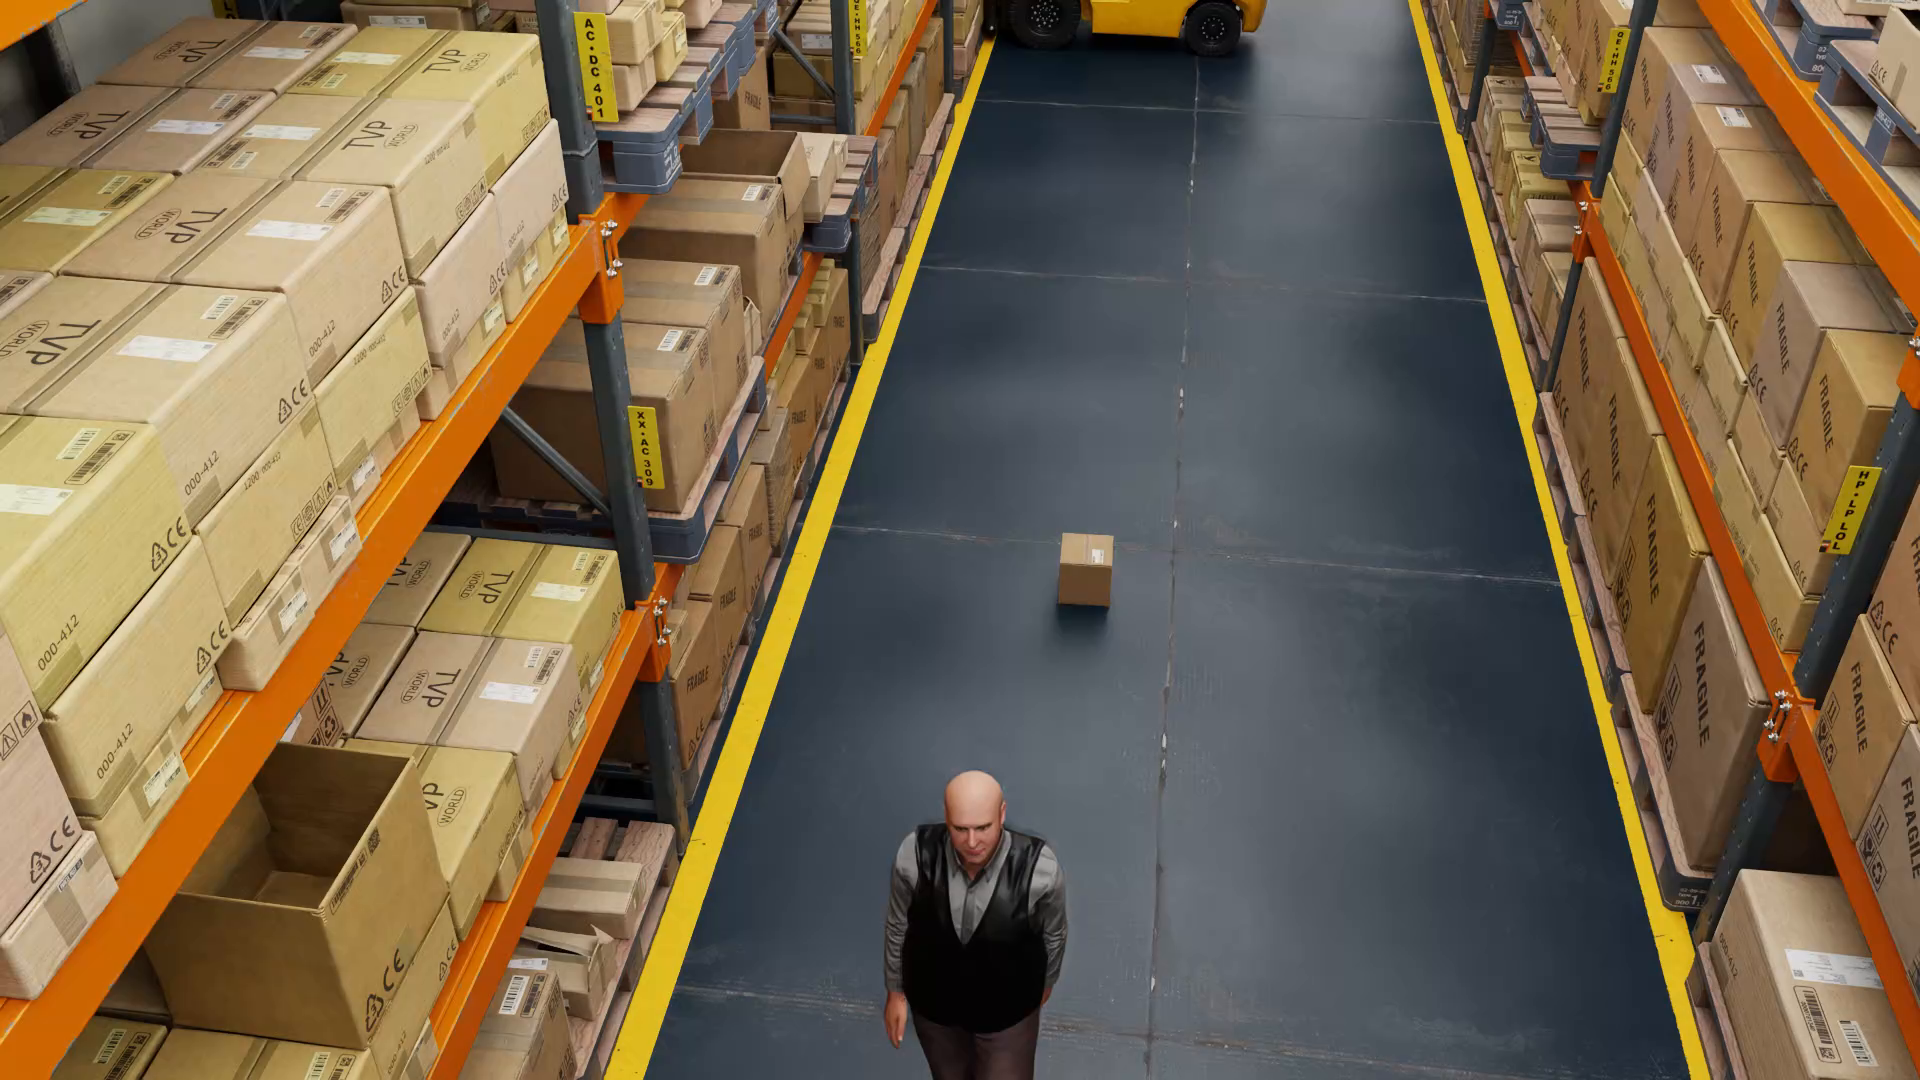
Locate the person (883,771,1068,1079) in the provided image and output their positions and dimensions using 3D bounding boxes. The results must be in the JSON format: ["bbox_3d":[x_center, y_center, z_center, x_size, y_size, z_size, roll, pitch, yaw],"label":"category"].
[{"bbox_3d":[0.026,1.434,5.067,0.539,1.748,0.472,8,37,11],"label":"person"}]
